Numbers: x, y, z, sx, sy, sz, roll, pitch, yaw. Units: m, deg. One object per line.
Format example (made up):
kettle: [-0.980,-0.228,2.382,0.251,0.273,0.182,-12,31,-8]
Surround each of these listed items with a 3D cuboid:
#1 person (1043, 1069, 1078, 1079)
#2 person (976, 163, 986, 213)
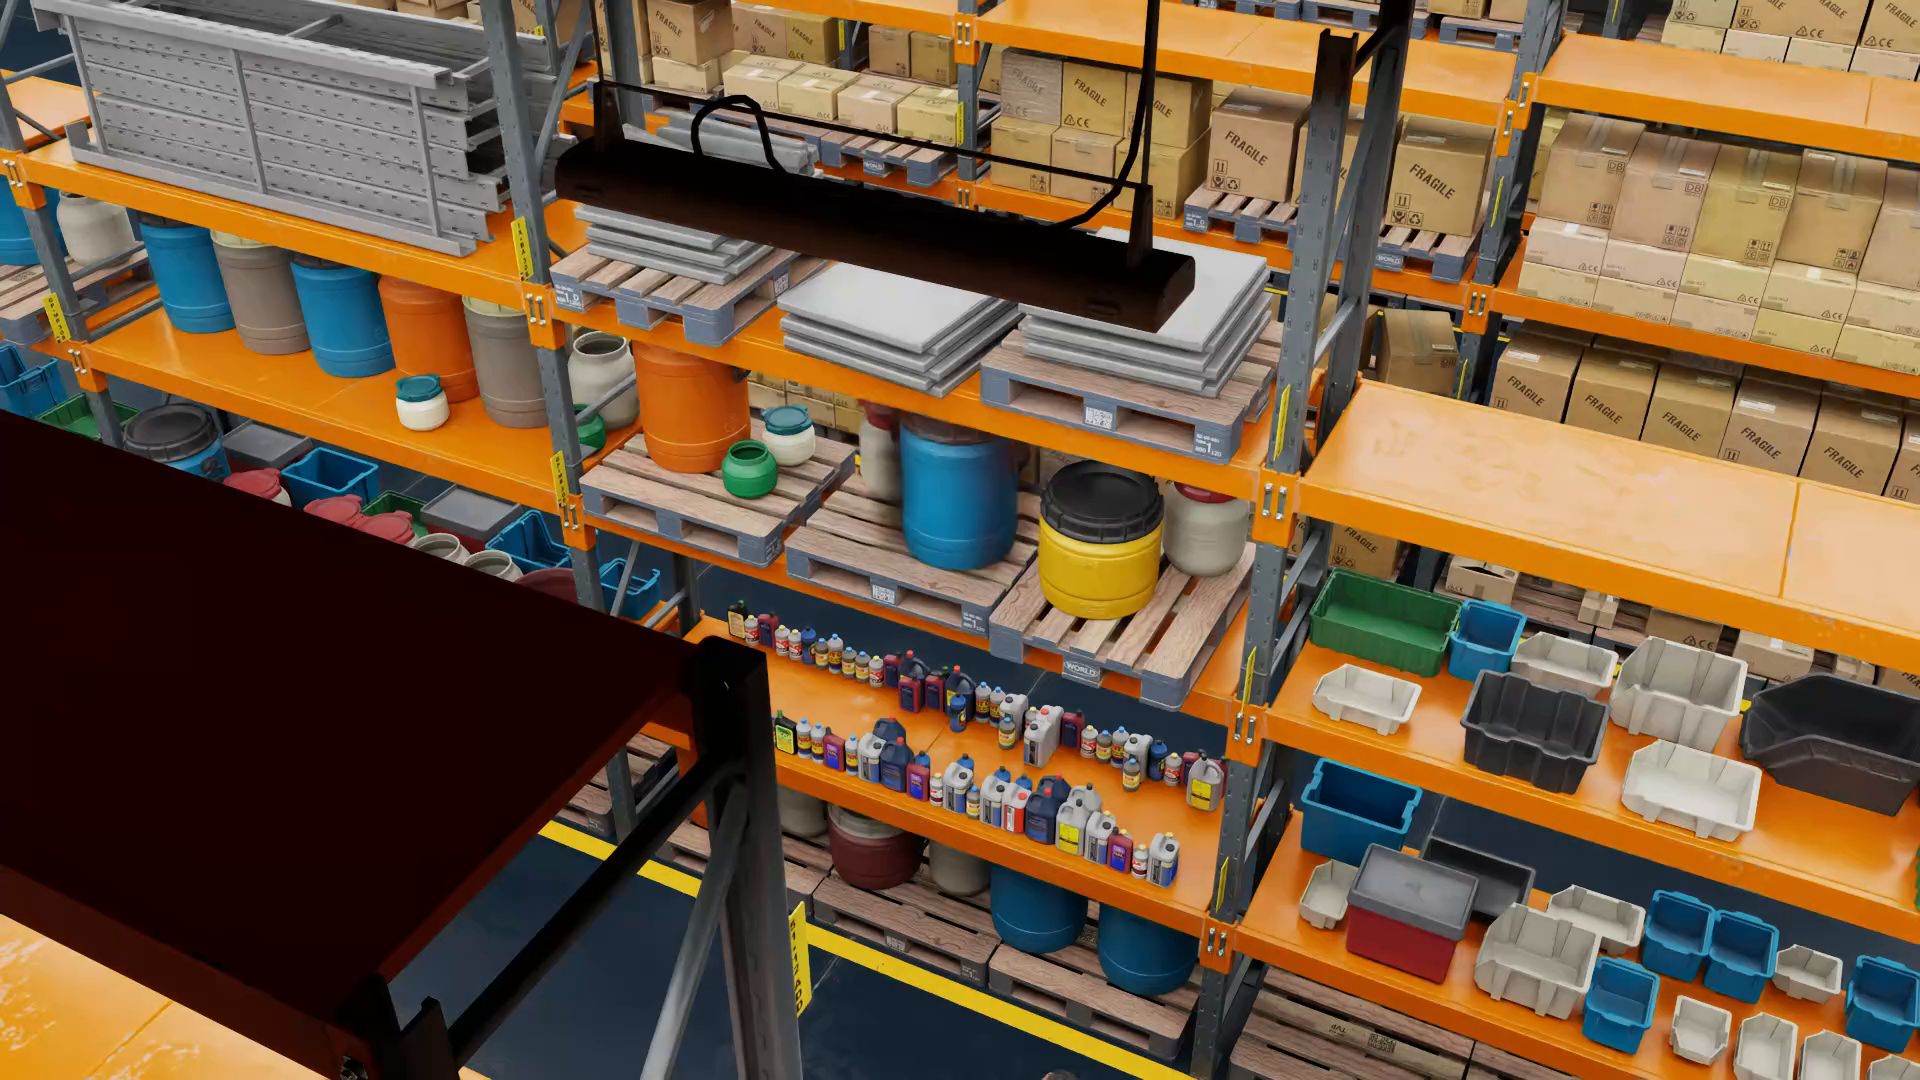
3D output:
person: [0.480,3.006,7.850,1.043,1.524,0.518,16,38,21]
person: [0.213,-3.518,17.469,0.639,1.653,0.523,8,36,11]
